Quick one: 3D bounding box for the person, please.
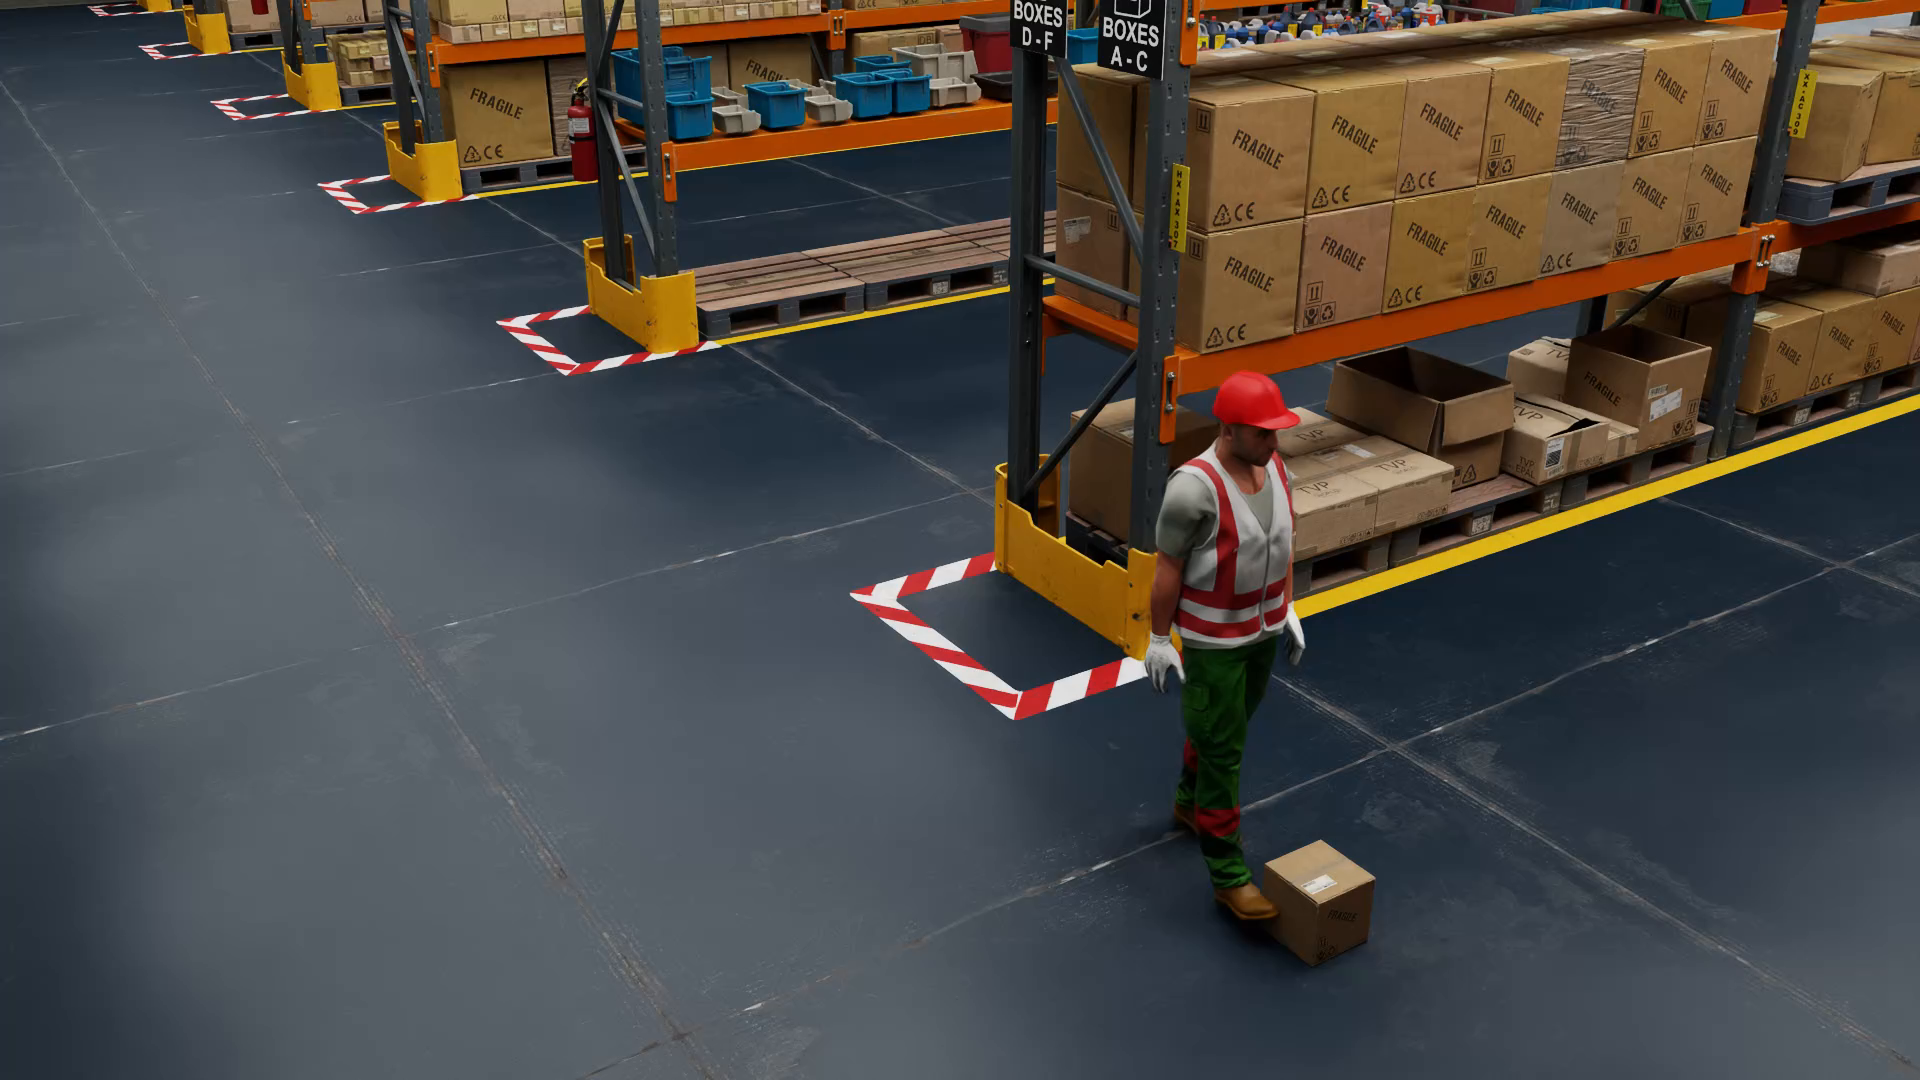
[{"bbox_3d":[0.926,0.330,5.345,0.567,1.781,0.715,-18,30,-34],"label":"person"}]
